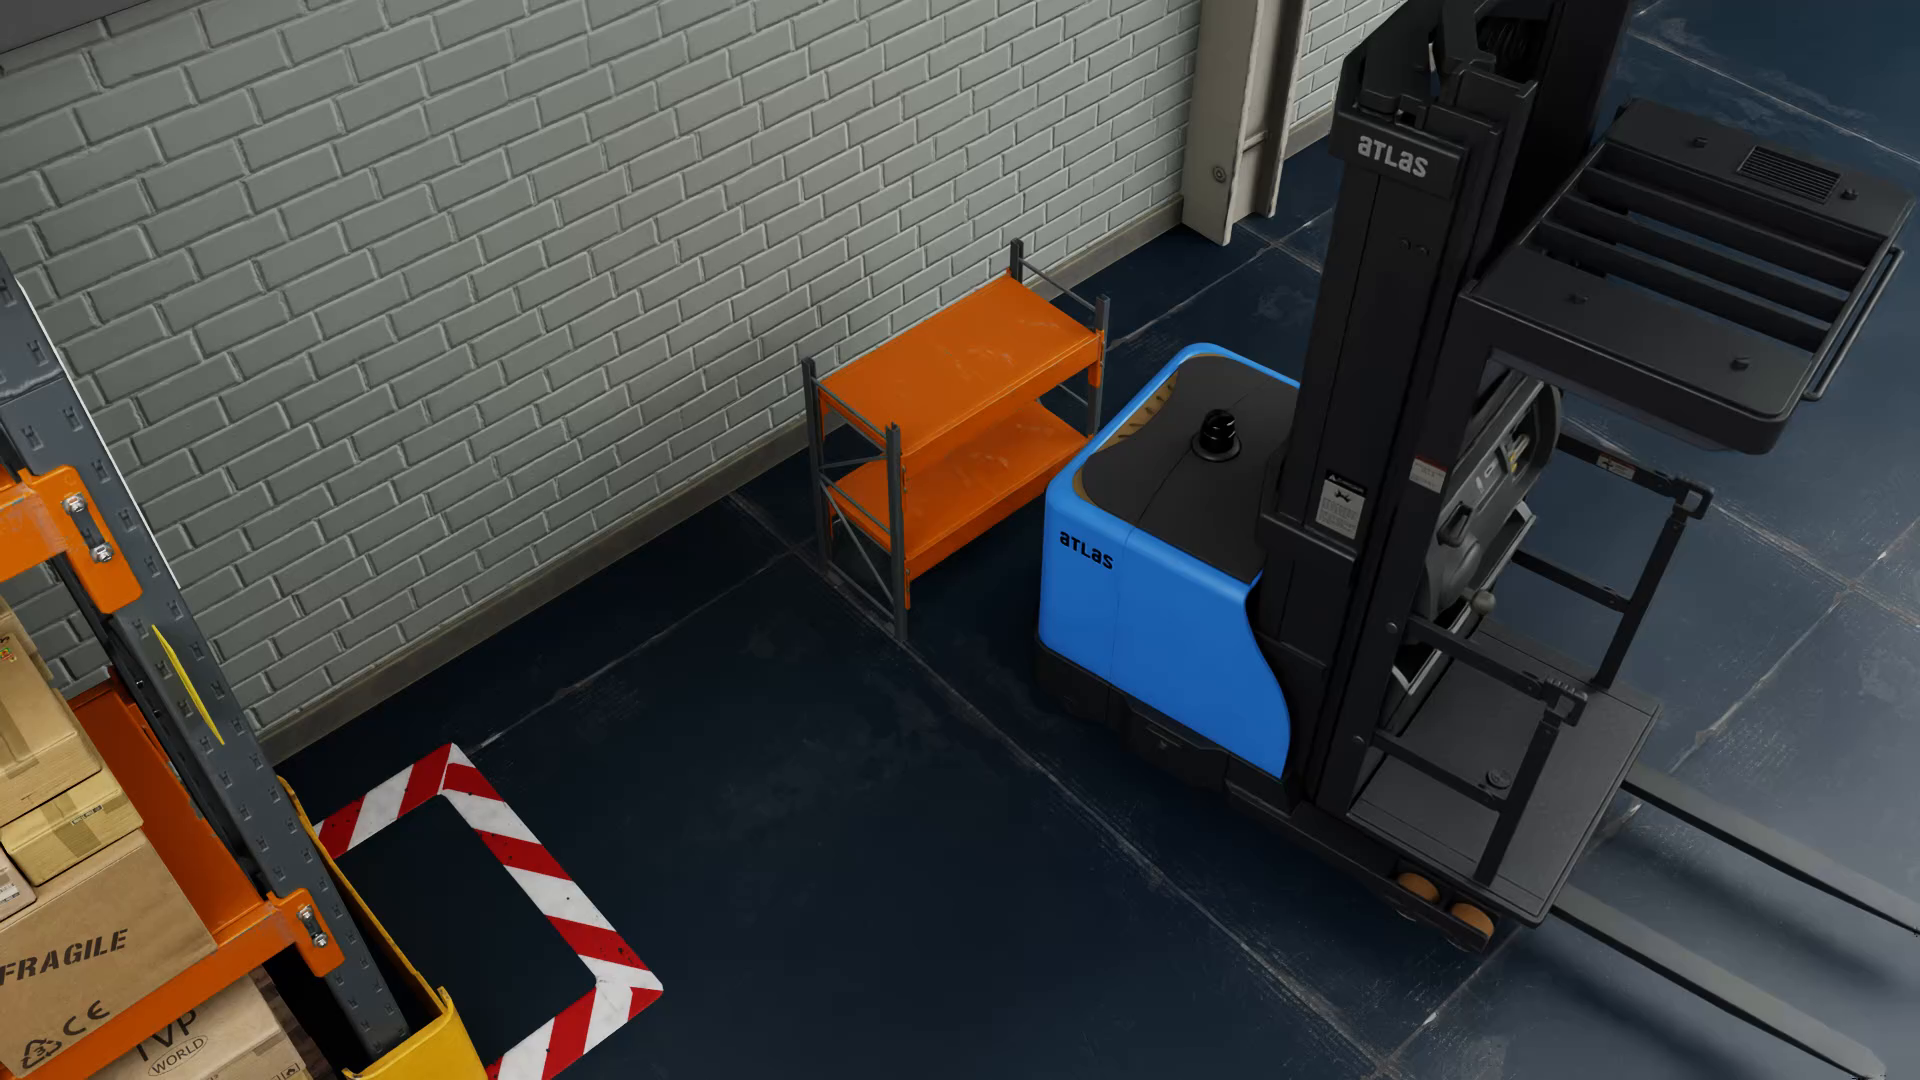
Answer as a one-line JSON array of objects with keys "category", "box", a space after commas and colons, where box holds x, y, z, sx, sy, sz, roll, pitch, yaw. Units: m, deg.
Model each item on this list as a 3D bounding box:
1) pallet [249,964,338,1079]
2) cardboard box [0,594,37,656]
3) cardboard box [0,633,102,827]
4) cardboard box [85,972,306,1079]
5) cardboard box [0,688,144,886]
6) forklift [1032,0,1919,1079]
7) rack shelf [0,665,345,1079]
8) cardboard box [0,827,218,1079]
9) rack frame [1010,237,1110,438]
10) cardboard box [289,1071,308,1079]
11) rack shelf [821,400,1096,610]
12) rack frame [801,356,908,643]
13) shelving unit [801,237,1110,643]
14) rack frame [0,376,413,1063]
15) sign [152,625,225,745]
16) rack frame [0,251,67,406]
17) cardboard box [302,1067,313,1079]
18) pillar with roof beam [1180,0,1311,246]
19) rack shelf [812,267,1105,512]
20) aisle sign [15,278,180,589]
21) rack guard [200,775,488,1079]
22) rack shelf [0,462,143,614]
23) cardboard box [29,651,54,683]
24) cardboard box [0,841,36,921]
[{"category": "pallet", "box": [-2.529, 1.827, 4.974, 1.213, 0.211, 1.003, -34, 56, -27]}, {"category": "cardboard box", "box": [-2.384, 0.176, 3.888, 0.250, 0.149, 0.380, -35, 56, -28]}, {"category": "cardboard box", "box": [-2.115, 0.417, 3.665, 0.250, 0.149, 0.380, -34, 56, -27]}, {"category": "cardboard box", "box": [-2.122, 1.329, 4.441, 0.500, 0.250, 0.500, -32, 55, -26]}, {"category": "cardboard box", "box": [-2.059, 0.550, 3.745, 0.250, 0.149, 0.380, -33, 55, -27]}, {"category": "forklift", "box": [1.755, -0.074, 4.877, 3.031, 2.935, 1.130, 29, 54, 24]}, {"category": "rack shelf", "box": [-3.471, 1.713, 3.671, 4.000, 0.370, 1.077, -34, 56, -27]}, {"category": "cardboard box", "box": [-2.179, 0.833, 3.926, 0.500, 0.500, 0.500, -35, 56, -28]}, {"category": "rack frame", "box": [0.371, -0.629, 6.619, 0.032, 1.125, 0.500, -34, 56, -27]}, {"category": "cardboard box", "box": [-2.141, 1.512, 4.613, 0.500, 0.250, 0.500, -34, 56, -28]}, {"category": "rack shelf", "box": [-0.005, -0.212, 6.566, 1.000, 0.278, 0.538, -34, 56, -27]}, {"category": "rack frame", "box": [-0.381, -0.127, 6.155, 0.032, 1.125, 0.500, -34, 56, -27]}, {"category": "shelving unit", "box": [-0.005, -0.378, 6.387, 1.048, 1.125, 0.538, -34, 56, -27]}, {"category": "rack frame", "box": [-1.991, 0.480, 4.319, 0.127, 3.000, 1.000, -34, 56, -27]}, {"category": "sign", "box": [-1.637, 0.309, 3.528, 0.005, 0.325, 0.100, -34, 56, -27]}, {"category": "rack frame", "box": [-1.991, -1.554, 2.114, 0.127, 3.000, 1.000, -34, 56, -27]}, {"category": "cardboard box", "box": [-2.126, 1.675, 4.802, 0.500, 0.250, 0.500, -33, 56, -27]}, {"category": "pillar with roof beam", "box": [4.223, -2.325, 2.826, 0.400, 9.000, 9.100, -34, 56, -27]}, {"category": "rack shelf", "box": [-0.005, -0.577, 6.172, 1.000, 0.278, 0.538, -34, 56, -27]}, {"category": "aisle sign", "box": [-1.745, -0.274, 3.246, 0.004, 0.787, 0.394, -34, 56, -27]}, {"category": "rack guard", "box": [-1.974, 1.316, 5.249, 0.348, 0.500, 1.175, -34, 56, -27]}, {"category": "rack shelf", "box": [-3.471, 0.696, 2.569, 4.000, 0.370, 1.077, -34, 56, -27]}, {"category": "cardboard box", "box": [-2.417, 0.253, 4.019, 0.250, 0.149, 0.380, -35, 56, -28]}, {"category": "cardboard box", "box": [-2.228, 0.693, 3.614, 0.250, 0.149, 0.380, -33, 55, -27]}]
